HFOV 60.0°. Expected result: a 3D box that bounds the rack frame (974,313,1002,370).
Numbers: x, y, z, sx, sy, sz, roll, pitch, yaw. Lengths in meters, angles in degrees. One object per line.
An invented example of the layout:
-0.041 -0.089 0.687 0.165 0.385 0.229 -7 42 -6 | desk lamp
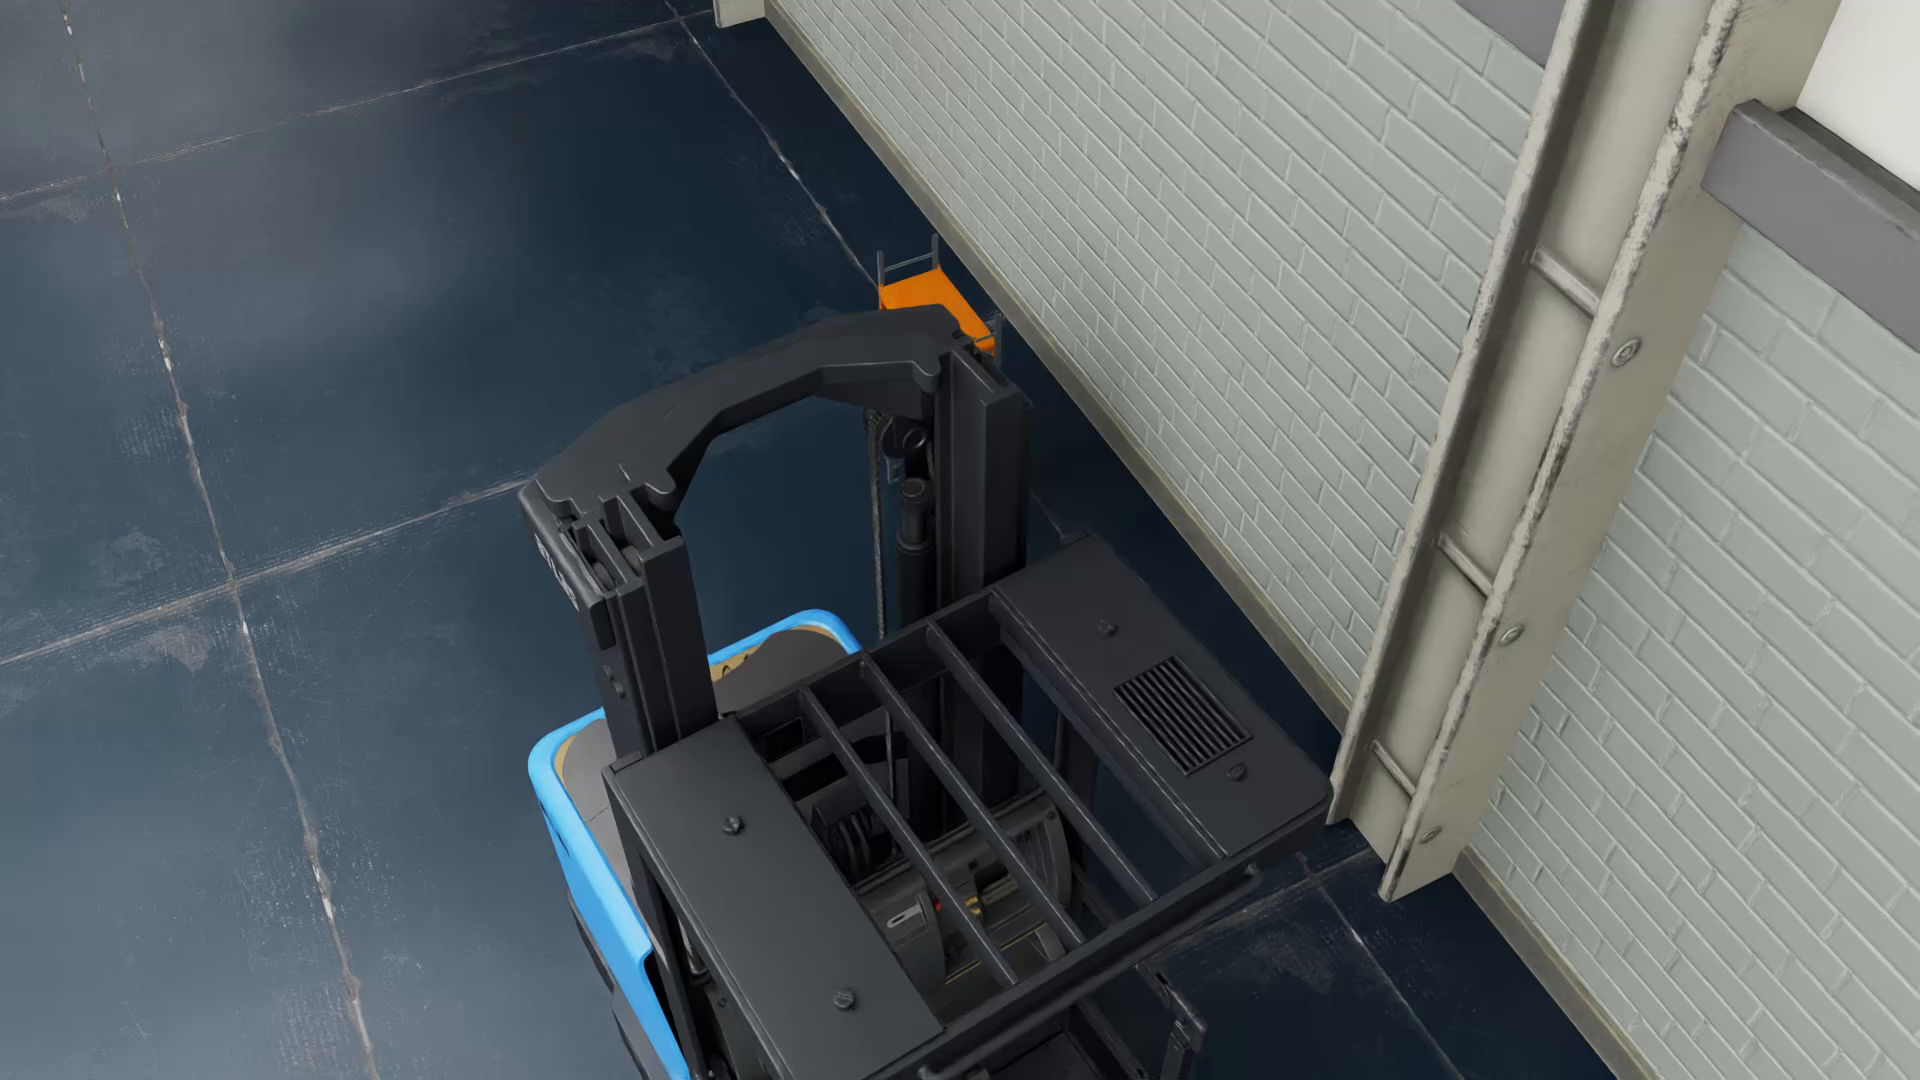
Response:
0.036 -0.342 6.145 0.240 1.200 0.015 -21 52 -18 | rack frame

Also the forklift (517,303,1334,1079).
-0.023 1.058 3.770 1.130 2.935 3.031 -26 54 -21 | forklift

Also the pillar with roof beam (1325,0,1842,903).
-2.352 -0.445 1.053 9.100 9.000 0.400 -21 52 -18 | pillar with roof beam

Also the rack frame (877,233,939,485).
-0.187 -0.669 6.431 0.240 1.200 0.015 -21 52 -18 | rack frame

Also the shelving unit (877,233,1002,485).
-0.076 -0.506 6.288 0.258 1.200 0.503 -21 52 -18 | shelving unit

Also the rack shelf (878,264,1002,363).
-0.076 -0.764 5.992 0.258 0.148 0.480 -21 52 -18 | rack shelf

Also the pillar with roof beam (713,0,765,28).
-5.098 -4.460 4.565 9.100 9.000 0.400 -21 52 -18 | pillar with roof beam
